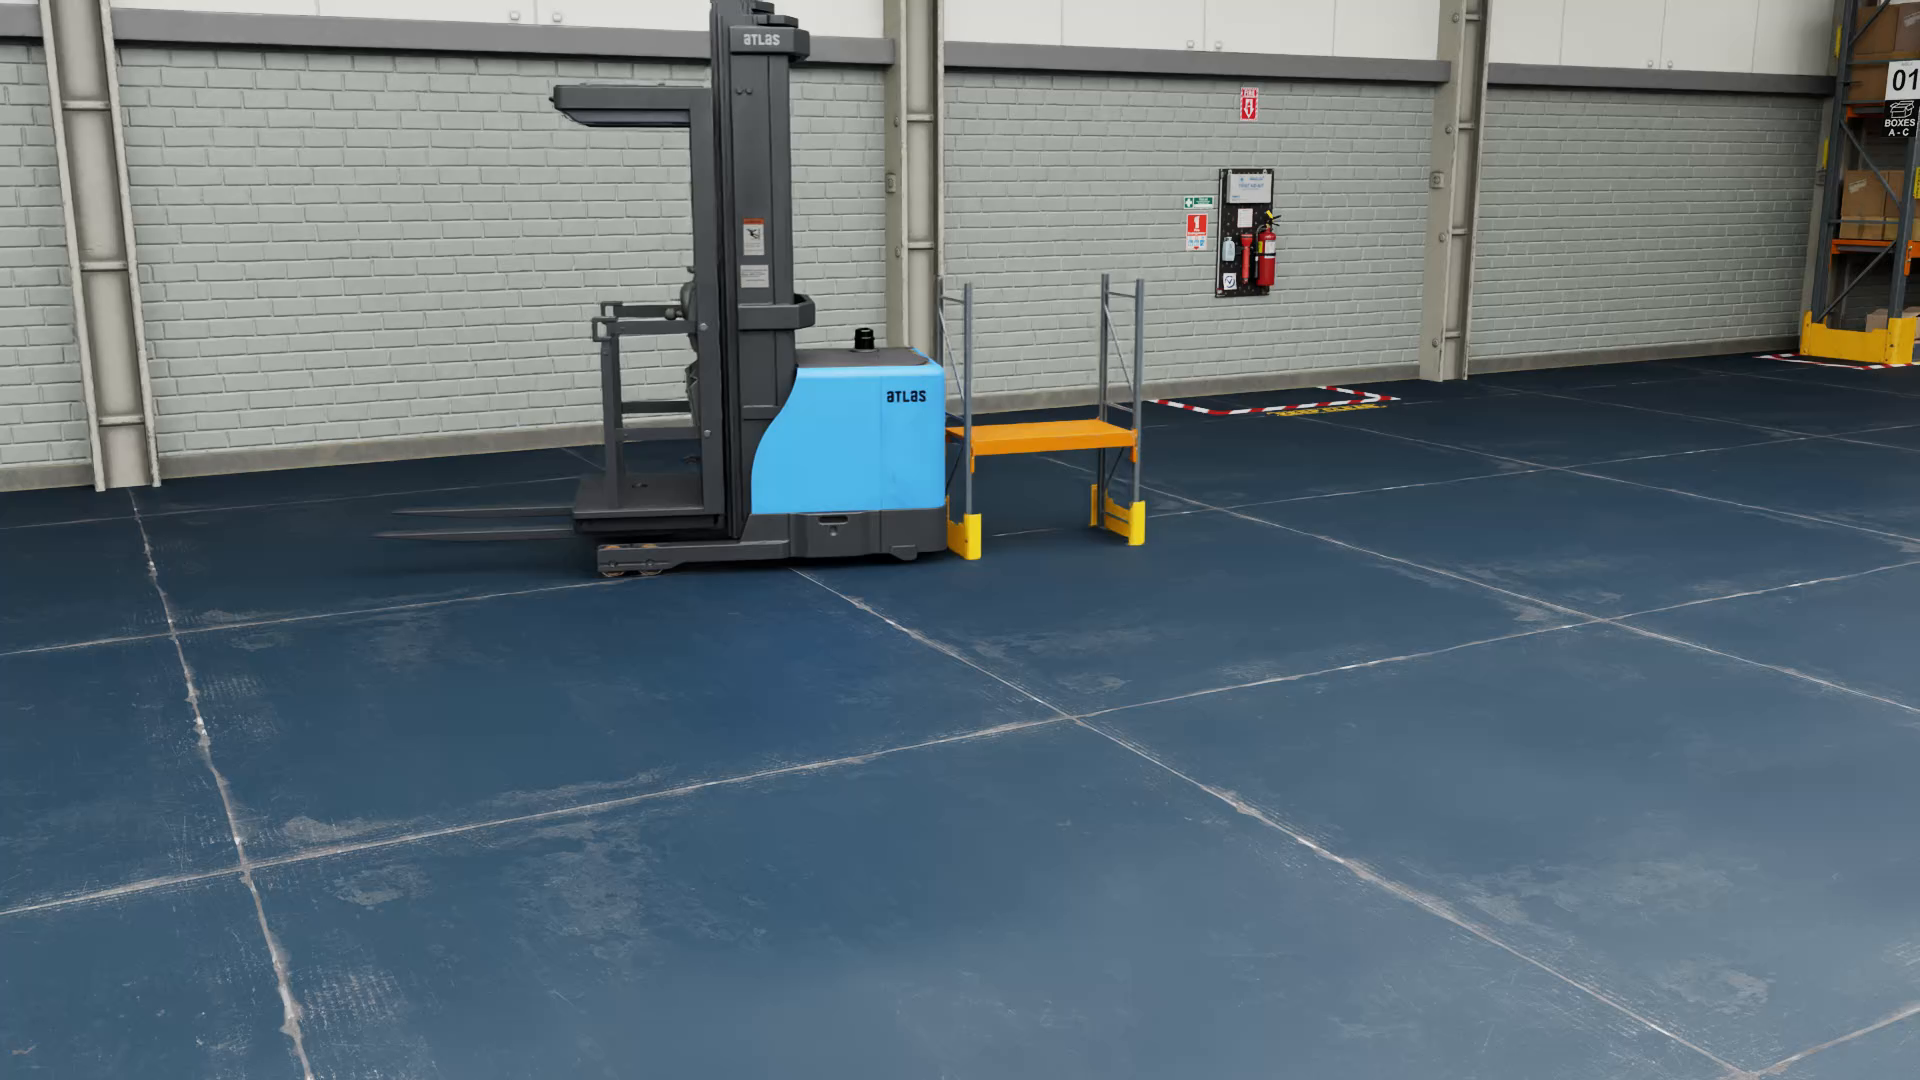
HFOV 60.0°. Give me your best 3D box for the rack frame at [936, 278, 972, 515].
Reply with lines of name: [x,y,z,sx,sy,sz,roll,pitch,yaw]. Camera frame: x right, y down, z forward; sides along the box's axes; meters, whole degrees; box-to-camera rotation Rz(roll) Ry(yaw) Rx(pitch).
rack frame: [-0.036,-0.684,9.232,0.032,1.500,0.500,-5,13,-20]

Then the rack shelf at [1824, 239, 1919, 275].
rack shelf: [11.716,-3.349,19.298,4.000,0.370,1.077,-7,14,-28]

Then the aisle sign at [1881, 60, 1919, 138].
aisle sign: [10.041,-4.693,17.708,0.004,0.787,0.394,-7,14,-28]

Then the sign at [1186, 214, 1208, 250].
sign: [2.172,-2.826,15.251,0.234,0.329,0.001,-7,14,-28]

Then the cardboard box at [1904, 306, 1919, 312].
cardboard box: [11.111,-2.508,19.044,0.500,0.311,0.500,-6,14,-23]

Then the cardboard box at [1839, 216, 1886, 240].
cardboard box: [10.278,-3.513,18.683,0.500,0.250,0.500,-7,14,-27]

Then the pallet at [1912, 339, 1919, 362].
pallet: [10.757,-2.216,18.976,1.213,0.211,1.003,-7,14,-28]

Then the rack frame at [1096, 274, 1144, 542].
rack frame: [0.919,-0.761,9.574,0.032,1.500,0.500,-5,13,-20]

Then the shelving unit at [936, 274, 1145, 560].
shelving unit: [0.450,-0.723,9.406,1.083,1.500,0.587,-5,13,-20]

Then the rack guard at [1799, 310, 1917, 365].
rack guard: [10.027,-2.278,18.594,0.348,0.500,1.175,-7,14,-28]

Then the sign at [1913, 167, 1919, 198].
sign: [10.221,-3.808,17.725,0.005,0.325,0.100,-7,14,-28]

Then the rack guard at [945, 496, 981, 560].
rack guard: [-0.018,-0.076,9.376,0.087,0.250,0.587,-5,13,-20]

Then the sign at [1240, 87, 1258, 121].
sign: [2.652,-3.996,15.252,0.199,0.298,0.001,-7,14,-28]

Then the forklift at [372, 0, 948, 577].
forklift: [-1.632,-1.359,8.971,3.031,2.935,1.130,-2,13,-9]

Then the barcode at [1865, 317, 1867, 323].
barcode: [10.435,-2.532,19.128,0.075,0.075,0.001,-7,14,-28]

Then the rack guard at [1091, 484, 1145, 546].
rack guard: [0.918,-0.151,9.710,0.087,0.250,0.587,-5,13,-20]

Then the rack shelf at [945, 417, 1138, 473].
rack shelf: [0.441,-0.547,9.442,1.000,0.185,0.538,-5,13,-20]

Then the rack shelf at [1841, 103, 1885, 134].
rack shelf: [11.716,-4.813,18.969,4.000,0.370,1.077,-7,14,-28]

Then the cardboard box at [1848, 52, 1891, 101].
cardboard box: [10.205,-5.105,18.354,0.500,0.500,0.500,-6,14,-24]

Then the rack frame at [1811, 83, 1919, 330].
rack frame: [9.960,-3.490,18.284,0.127,3.000,1.000,-7,14,-28]

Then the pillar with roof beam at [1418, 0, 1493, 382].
pillar with roof beam: [6.957,-5.196,12.203,0.400,9.000,9.100,-7,14,-28]

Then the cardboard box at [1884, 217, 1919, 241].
cardboard box: [10.541,-3.417,18.255,0.500,0.250,0.500,-7,15,-29]

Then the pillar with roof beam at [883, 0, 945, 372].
pillar with roof beam: [1.690,-4.565,9.398,0.400,9.000,9.100,-7,14,-28]

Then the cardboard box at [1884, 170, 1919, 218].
cardboard box: [10.523,-3.785,18.182,0.500,0.500,0.500,-7,14,-28]

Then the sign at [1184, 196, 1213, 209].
sign: [2.180,-3.083,15.187,0.331,0.109,0.001,-7,14,-28]

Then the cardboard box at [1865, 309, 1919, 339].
cardboard box: [10.611,-2.448,18.778,0.500,0.311,0.500,-9,15,-34]

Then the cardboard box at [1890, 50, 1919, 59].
cardboard box: [10.374,-4.999,17.884,0.500,0.500,0.500,-6,14,-26]

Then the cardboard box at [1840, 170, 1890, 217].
cardboard box: [10.272,-3.883,18.619,0.500,0.500,0.500,-7,14,-28]

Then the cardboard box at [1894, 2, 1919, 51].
cardboard box: [10.415,-5.493,17.804,0.500,0.500,0.500,-8,15,-32]

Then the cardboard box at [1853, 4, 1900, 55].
cardboard box: [10.214,-5.595,18.258,0.500,0.500,0.500,-6,14,-25]

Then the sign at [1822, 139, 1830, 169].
sign: [9.712,-4.318,18.607,0.005,0.325,0.100,-7,14,-28]

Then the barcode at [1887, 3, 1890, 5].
barcode: [10.344,-5.954,18.529,0.075,0.075,0.001,-7,14,-28]

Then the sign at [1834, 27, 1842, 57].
sign: [9.712,-5.494,18.343,0.005,0.325,0.100,-7,14,-28]

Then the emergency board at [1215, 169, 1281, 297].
emergency board: [2.707,-2.846,15.425,0.643,1.169,0.194,-7,14,-28]

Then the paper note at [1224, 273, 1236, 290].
paper note: [2.518,-2.411,15.498,0.142,0.148,0.016,-7,14,-28]

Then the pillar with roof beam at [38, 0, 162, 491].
pillar with roof beam: [-3.576,-3.934,6.593,0.400,9.000,9.100,-7,14,-28]

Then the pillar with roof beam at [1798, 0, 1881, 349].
pillar with roof beam: [12.223,-5.827,15.007,0.400,9.000,9.100,-7,14,-28]

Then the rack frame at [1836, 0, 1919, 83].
rack frame: [9.960,-6.417,17.626,0.127,3.000,1.000,-7,14,-28]
